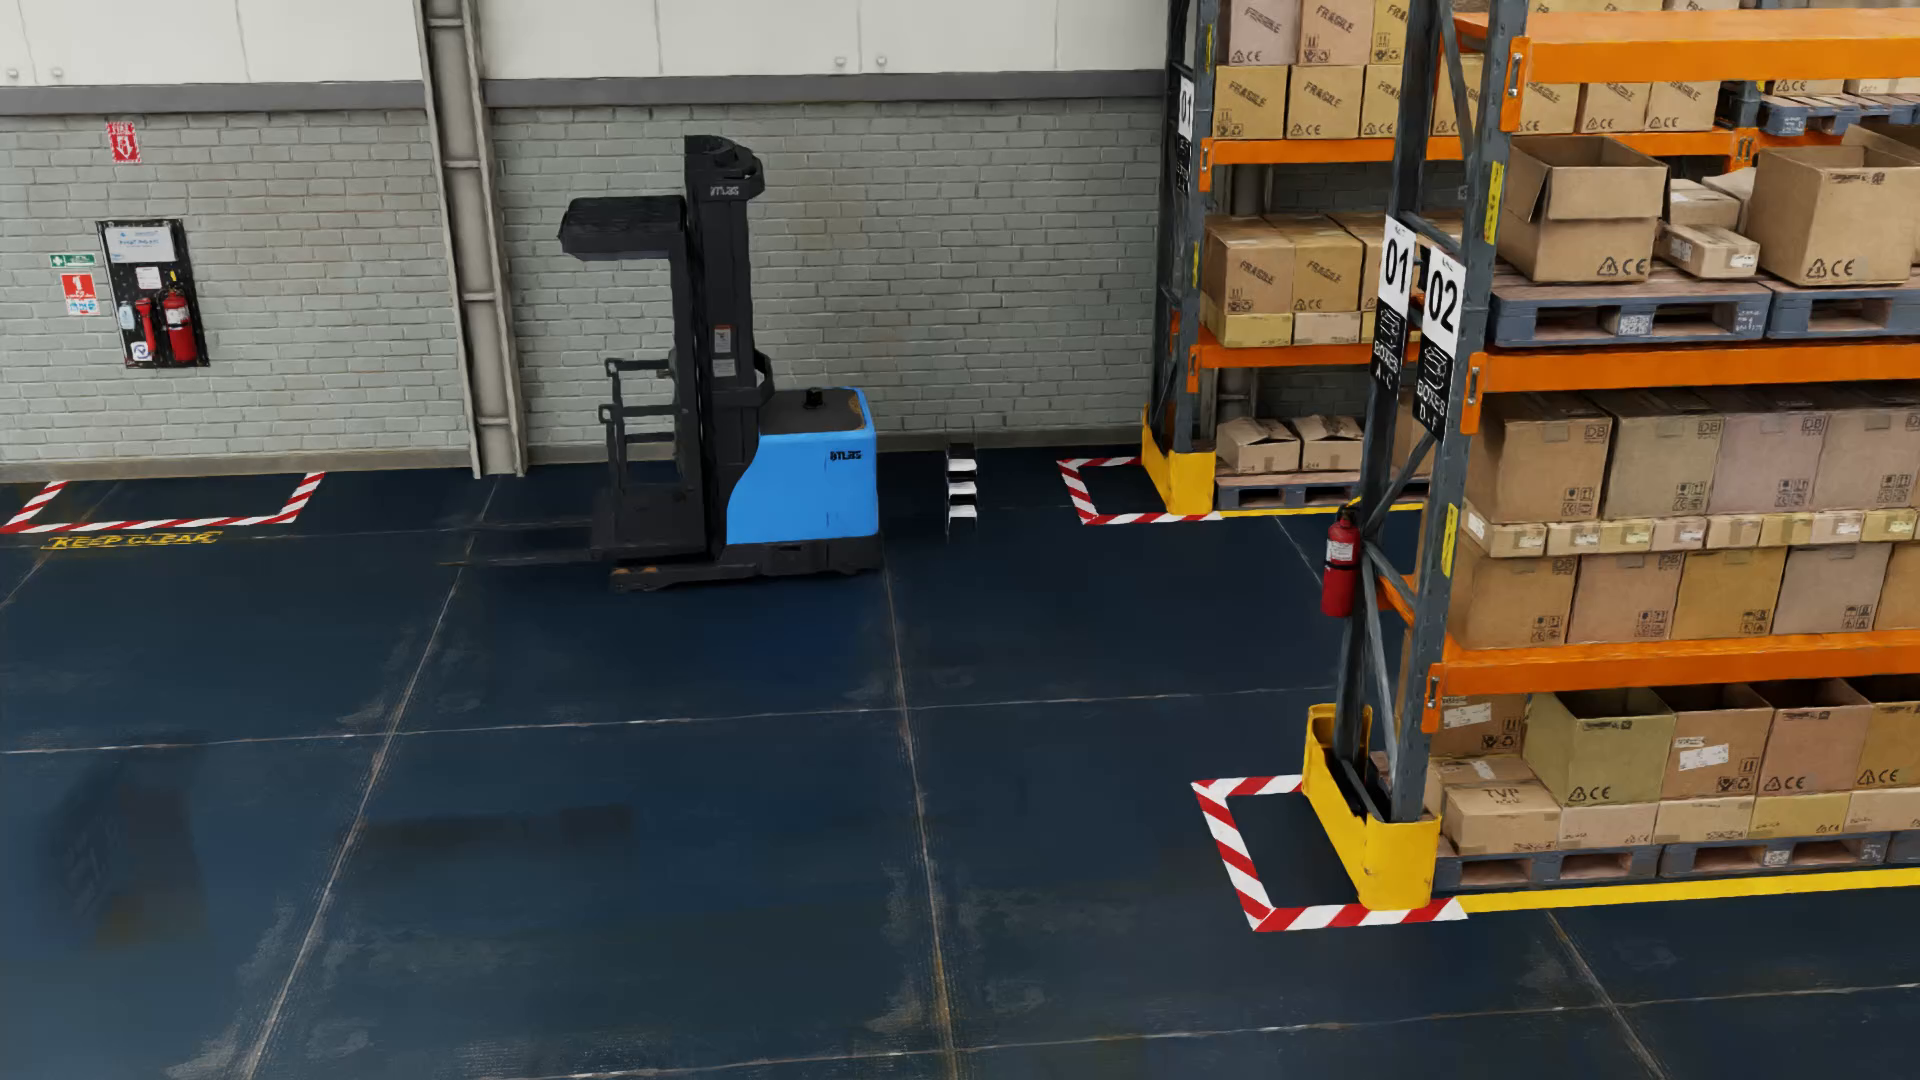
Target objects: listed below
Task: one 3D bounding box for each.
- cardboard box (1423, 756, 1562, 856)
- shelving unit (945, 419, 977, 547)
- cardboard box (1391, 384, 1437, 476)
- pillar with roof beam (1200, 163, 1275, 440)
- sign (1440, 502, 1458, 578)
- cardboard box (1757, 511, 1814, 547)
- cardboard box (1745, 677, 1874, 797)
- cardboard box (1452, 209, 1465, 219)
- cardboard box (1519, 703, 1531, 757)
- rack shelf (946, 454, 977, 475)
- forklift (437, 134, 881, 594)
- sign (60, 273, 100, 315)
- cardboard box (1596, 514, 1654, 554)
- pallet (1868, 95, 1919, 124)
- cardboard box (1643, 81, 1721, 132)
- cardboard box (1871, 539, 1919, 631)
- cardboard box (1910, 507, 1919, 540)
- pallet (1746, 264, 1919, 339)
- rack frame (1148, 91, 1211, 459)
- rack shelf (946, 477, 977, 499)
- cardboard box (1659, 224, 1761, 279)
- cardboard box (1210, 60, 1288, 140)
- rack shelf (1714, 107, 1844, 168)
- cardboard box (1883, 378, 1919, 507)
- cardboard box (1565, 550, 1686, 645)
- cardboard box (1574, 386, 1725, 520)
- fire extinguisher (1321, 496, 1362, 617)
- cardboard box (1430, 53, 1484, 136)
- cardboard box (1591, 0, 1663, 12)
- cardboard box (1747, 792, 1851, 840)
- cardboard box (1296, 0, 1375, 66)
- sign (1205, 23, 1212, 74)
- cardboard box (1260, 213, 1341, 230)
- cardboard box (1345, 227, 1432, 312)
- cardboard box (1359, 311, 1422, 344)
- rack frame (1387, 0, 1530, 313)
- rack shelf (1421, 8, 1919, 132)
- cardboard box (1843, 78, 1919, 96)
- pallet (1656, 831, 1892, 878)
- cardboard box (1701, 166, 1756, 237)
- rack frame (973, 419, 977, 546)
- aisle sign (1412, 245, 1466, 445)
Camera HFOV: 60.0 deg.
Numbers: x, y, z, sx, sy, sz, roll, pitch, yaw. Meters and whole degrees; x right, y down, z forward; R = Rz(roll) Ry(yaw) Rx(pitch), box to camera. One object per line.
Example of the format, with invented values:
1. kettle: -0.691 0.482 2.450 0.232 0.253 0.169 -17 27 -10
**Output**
1. cardboard box: 2.681 1.341 8.407 0.500 0.250 0.500 -2 24 -5
2. shelving unit: 0.008 -0.412 12.068 0.210 0.900 0.258 -2 24 -5
3. cardboard box: 3.635 -0.876 13.063 0.500 0.500 0.700 -4 24 -8
4. pillar with roof beam: 2.670 -3.173 8.309 0.400 9.000 9.100 -2 24 -5
5. sign: 2.174 0.001 7.391 0.005 0.325 0.100 -2 24 -5
6. cardboard box: 3.819 -0.115 7.893 0.250 0.149 0.380 -3 24 -6
7. cardboard box: 4.174 0.940 8.387 0.500 0.500 0.500 -2 24 -5
8. cardboard box: 4.116 -2.266 12.891 0.500 0.500 0.500 -2 24 -4
9. cardboard box: 3.127 1.107 8.934 0.500 0.250 0.500 -2 24 -5
10. rack shelf: 0.008 -0.546 12.008 0.200 0.077 0.258 -2 24 -5
11. forklift: -2.120 -1.201 11.344 3.031 2.935 1.130 -3 24 -8
12. sign: -6.748 -1.884 12.753 0.234 0.329 0.001 -2 24 -5
13. cardboard box: 3.048 -0.083 7.823 0.250 0.149 0.380 -2 24 -5
14. pallet: 7.272 -3.263 12.435 1.003 0.211 1.213 -2 24 -5
15. cardboard box: 5.135 -3.259 12.048 0.500 0.500 0.500 -2 24 -4
16. cardboard box: 4.642 0.065 8.287 0.500 0.500 0.700 -2 24 -4
17. cardboard box: 4.593 -0.146 7.963 0.250 0.149 0.380 -2 24 -4
18. pallet: 4.049 -1.190 7.649 1.213 0.211 1.003 -2 24 -5
19. rack frame: 1.635 -1.794 12.593 0.127 3.000 1.000 -2 24 -5
20. rack shelf: 0.008 -0.381 12.081 0.200 0.077 0.258 -2 24 -5
21. cardboard box: 3.314 -1.279 7.361 0.250 0.149 0.380 -2 24 -5
22. cardboard box: 1.993 -3.132 11.762 0.500 0.500 0.500 -2 24 -4
23. rack shelf: 7.606 -3.075 12.668 4.000 0.370 1.077 -2 24 -5
24. cardboard box: 4.664 -0.529 8.027 0.500 0.500 0.700 -2 24 -5
25. cardboard box: 3.114 0.126 8.150 0.500 0.500 0.700 -2 24 -4
26. cardboard box: 3.167 -0.469 7.892 0.500 0.500 0.700 -3 24 -7
27. fire extinguisher: 1.962 0.061 8.516 0.183 0.674 0.296 -2 24 -5
28. cardboard box: 3.578 -3.191 11.895 0.500 0.500 0.500 -1 24 -2
29. cardboard box: 4.597 -3.680 11.764 0.500 0.500 0.500 -1 24 -2
30. cardboard box: 4.174 1.282 8.540 0.500 0.250 0.500 -2 24 -5
31. cardboard box: 2.547 -3.593 11.569 0.500 0.500 0.500 -3 24 -6
32. sign: 1.689 -3.345 11.312 0.005 0.325 0.100 -2 24 -5
33. cardboard box: 2.585 -2.198 12.739 0.500 0.500 0.500 -2 24 -4
34. cardboard box: 3.147 -2.008 12.312 0.500 0.500 0.500 -3 24 -7
35. cardboard box: 3.175 -1.670 12.474 0.500 0.250 0.500 -3 24 -6
36. rack frame: 2.126 -2.533 6.870 0.127 3.000 1.000 -2 24 -5
37. rack shelf: 4.116 -2.101 7.277 4.000 0.370 1.077 -2 24 -5
38. cardboard box: 6.781 -3.489 12.307 0.500 0.311 0.500 -2 24 -3
39. pallet: 4.094 1.388 8.868 1.213 0.211 1.003 -2 24 -5
40. cardboard box: 3.799 -1.552 7.776 0.500 0.311 0.500 0 24 1
41. rack frame: 0.109 -0.416 12.077 0.006 0.900 0.240 -2 24 -5
42. aisle sign: 2.090 -0.853 7.276 0.004 0.787 0.394 -2 24 -5
